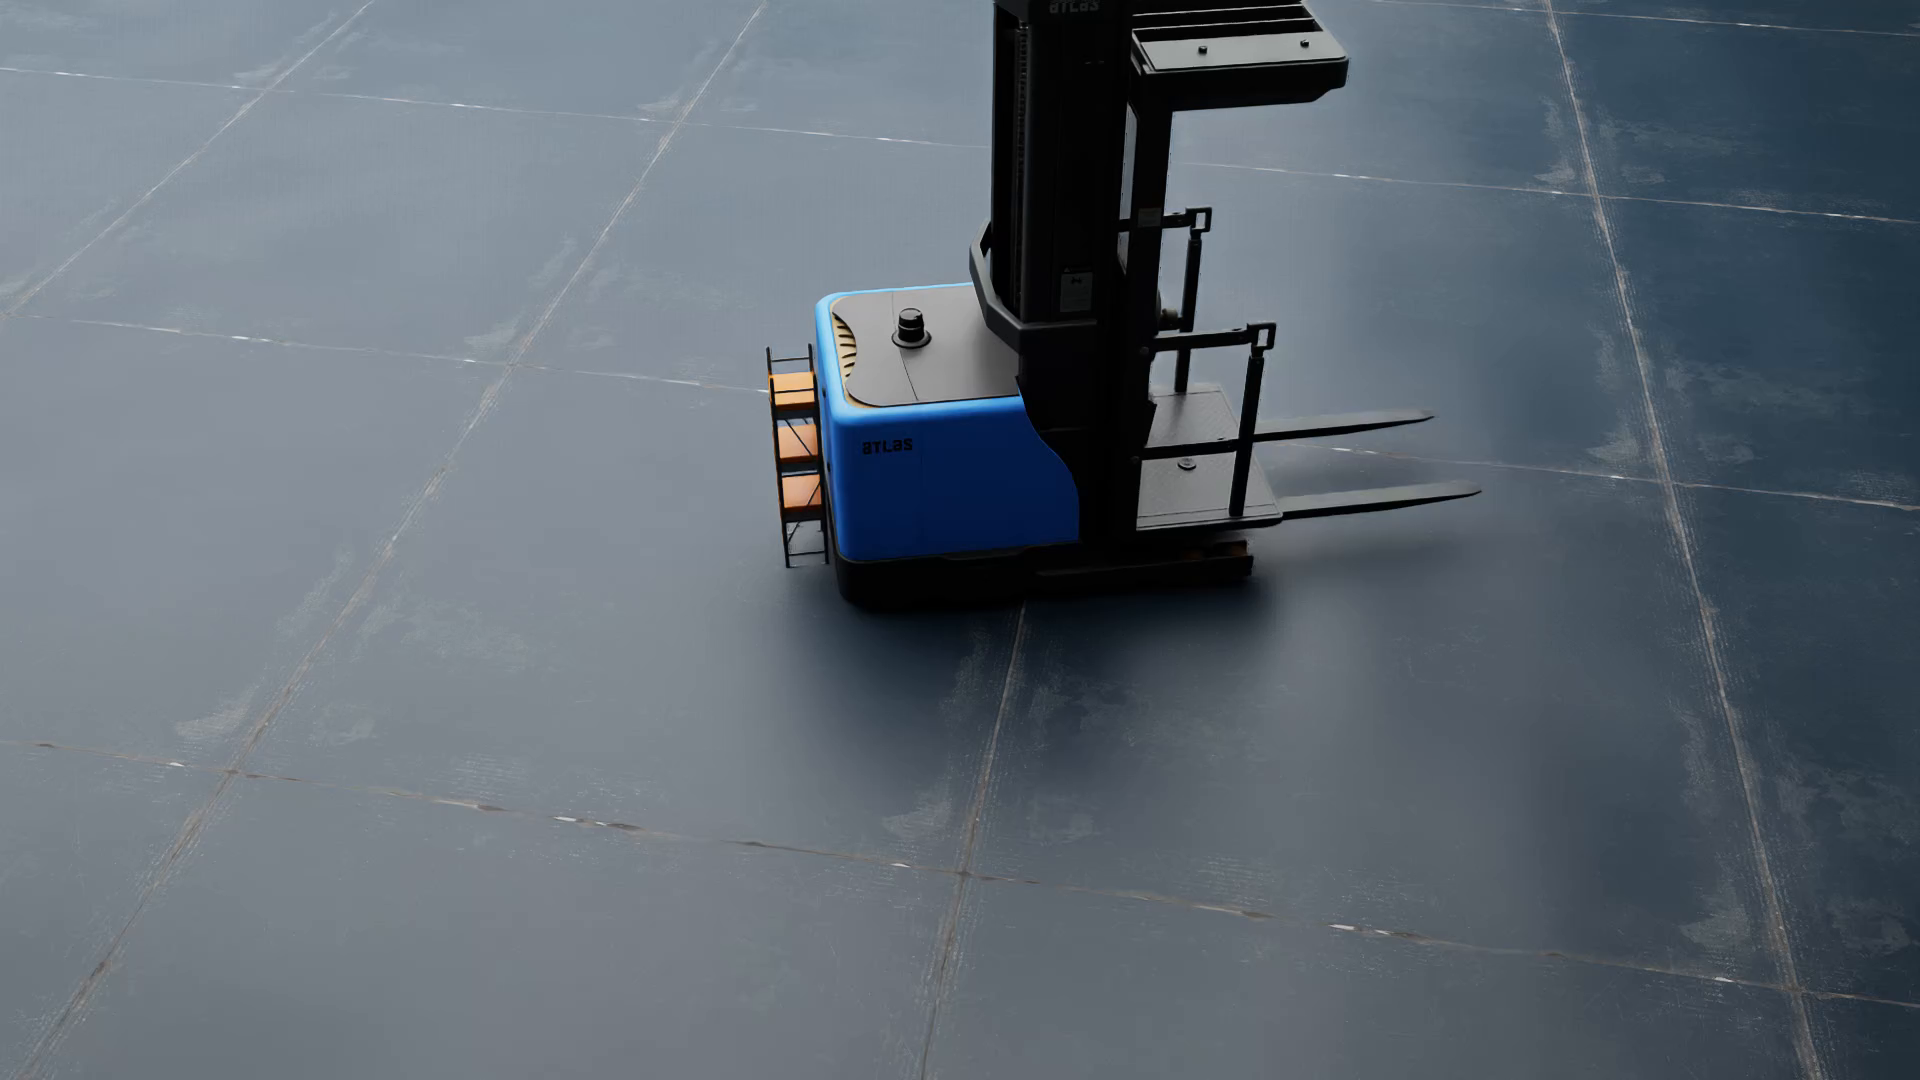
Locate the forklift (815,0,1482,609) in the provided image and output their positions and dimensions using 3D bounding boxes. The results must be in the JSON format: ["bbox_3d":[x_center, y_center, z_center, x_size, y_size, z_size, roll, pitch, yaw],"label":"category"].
[{"bbox_3d":[0.895,-1.253,7.062,3.031,2.935,1.130,-5,40,-7],"label":"forklift"}]

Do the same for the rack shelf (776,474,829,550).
[{"bbox_3d":[-0.723,-0.140,7.645,0.215,0.259,0.240,-6,40,-7],"label":"rack shelf"}]

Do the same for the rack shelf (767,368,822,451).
[{"bbox_3d":[-0.724,-0.573,7.287,0.215,0.259,0.240,-6,40,-7],"label":"rack shelf"}]

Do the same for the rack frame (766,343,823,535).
[{"bbox_3d":[-0.742,-0.440,7.555,0.200,1.050,0.008,-6,40,-7],"label":"rack frame"}]

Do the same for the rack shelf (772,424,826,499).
[{"bbox_3d":[-0.724,-0.355,7.468,0.215,0.259,0.240,-6,40,-7],"label":"rack shelf"}]

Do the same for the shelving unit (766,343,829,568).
[{"bbox_3d":[-0.724,-0.363,7.462,0.215,1.050,0.252,-6,40,-7],"label":"shelving unit"}]

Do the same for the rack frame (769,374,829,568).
[{"bbox_3d":[-0.705,-0.286,7.369,0.200,1.050,0.008,-6,40,-7],"label":"rack frame"}]
